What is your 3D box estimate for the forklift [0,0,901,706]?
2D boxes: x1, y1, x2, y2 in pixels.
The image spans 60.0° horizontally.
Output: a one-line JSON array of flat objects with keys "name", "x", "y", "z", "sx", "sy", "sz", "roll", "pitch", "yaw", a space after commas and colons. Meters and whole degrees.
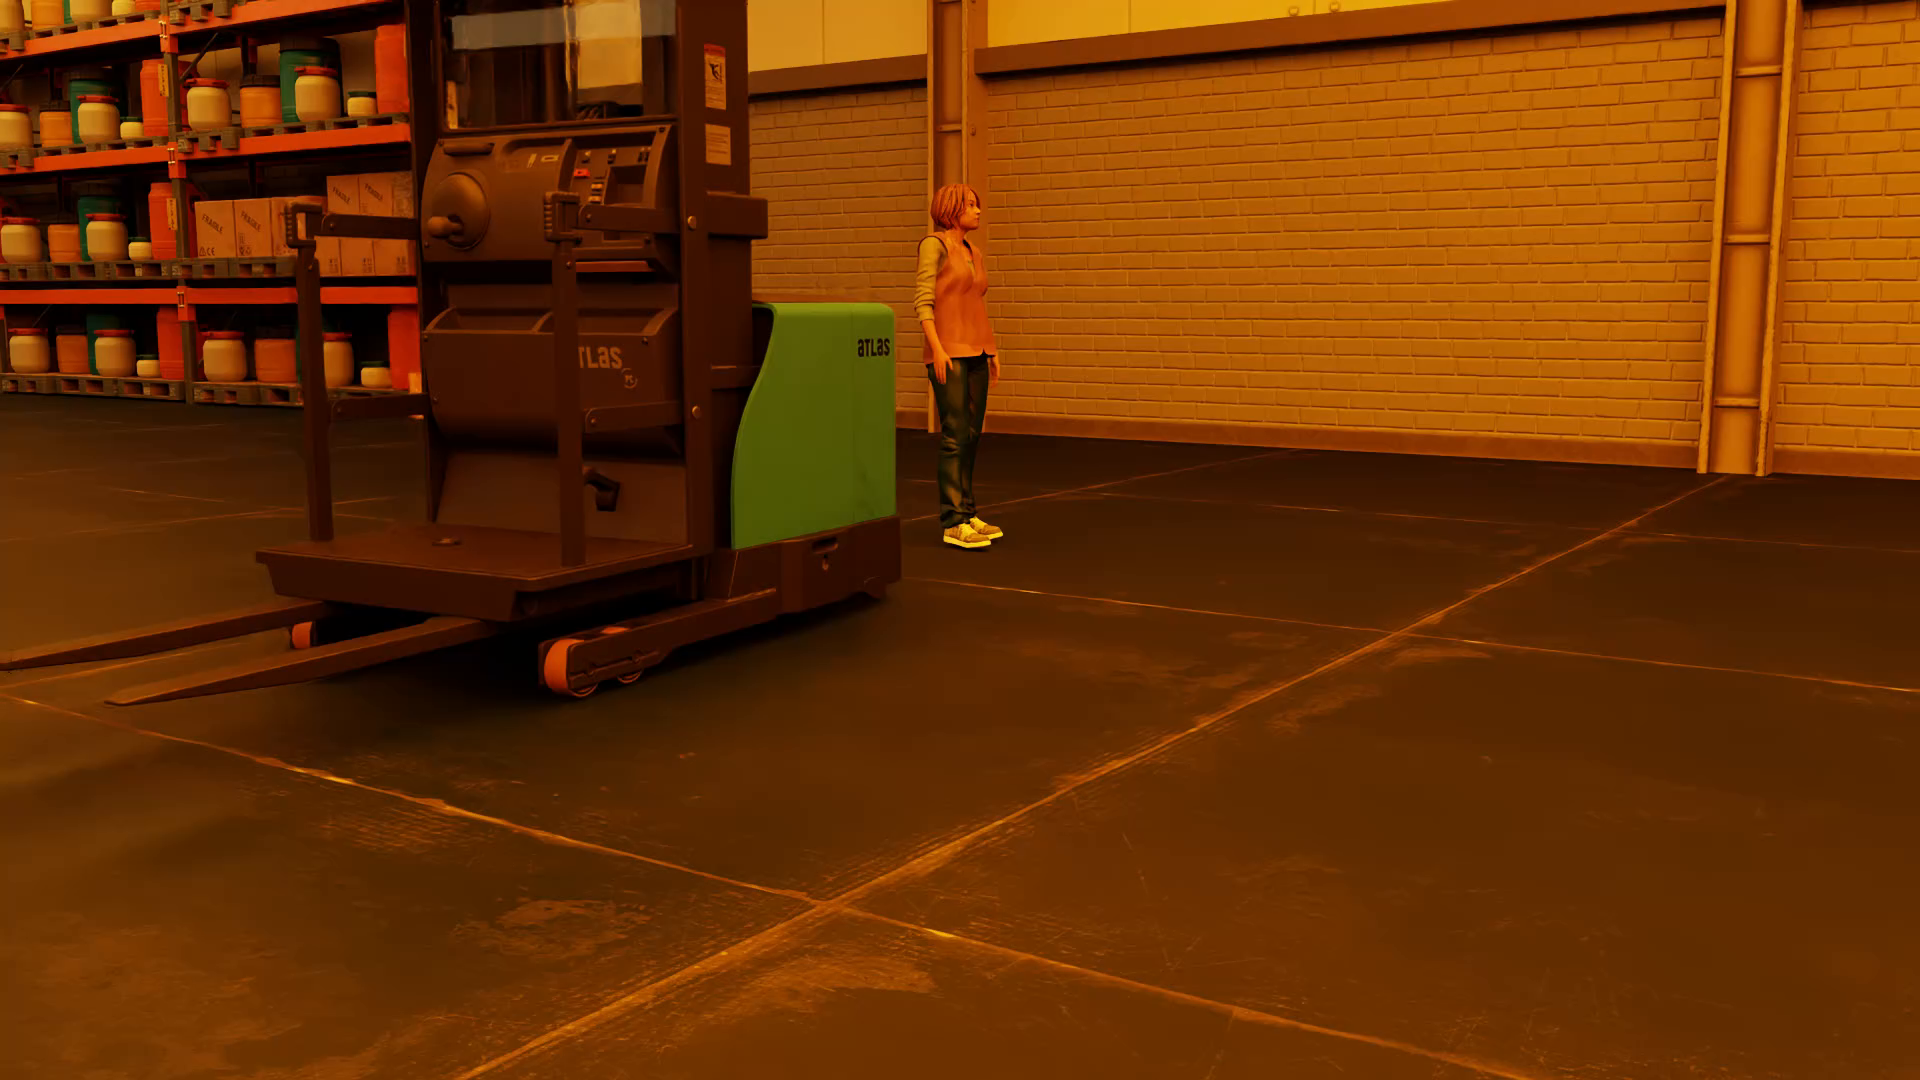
[{"name": "forklift", "x": -1.364, "y": -1.090, "z": 4.856, "sx": 1.130, "sy": 2.935, "sz": 3.031, "roll": 4, "pitch": 9, "yaw": 28}]

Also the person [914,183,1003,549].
[{"name": "person", "x": 0.053, "y": -0.791, "z": 7.438, "sx": 0.476, "sy": 1.597, "sz": 0.520, "roll": 5, "pitch": 10, "yaw": 34}]
